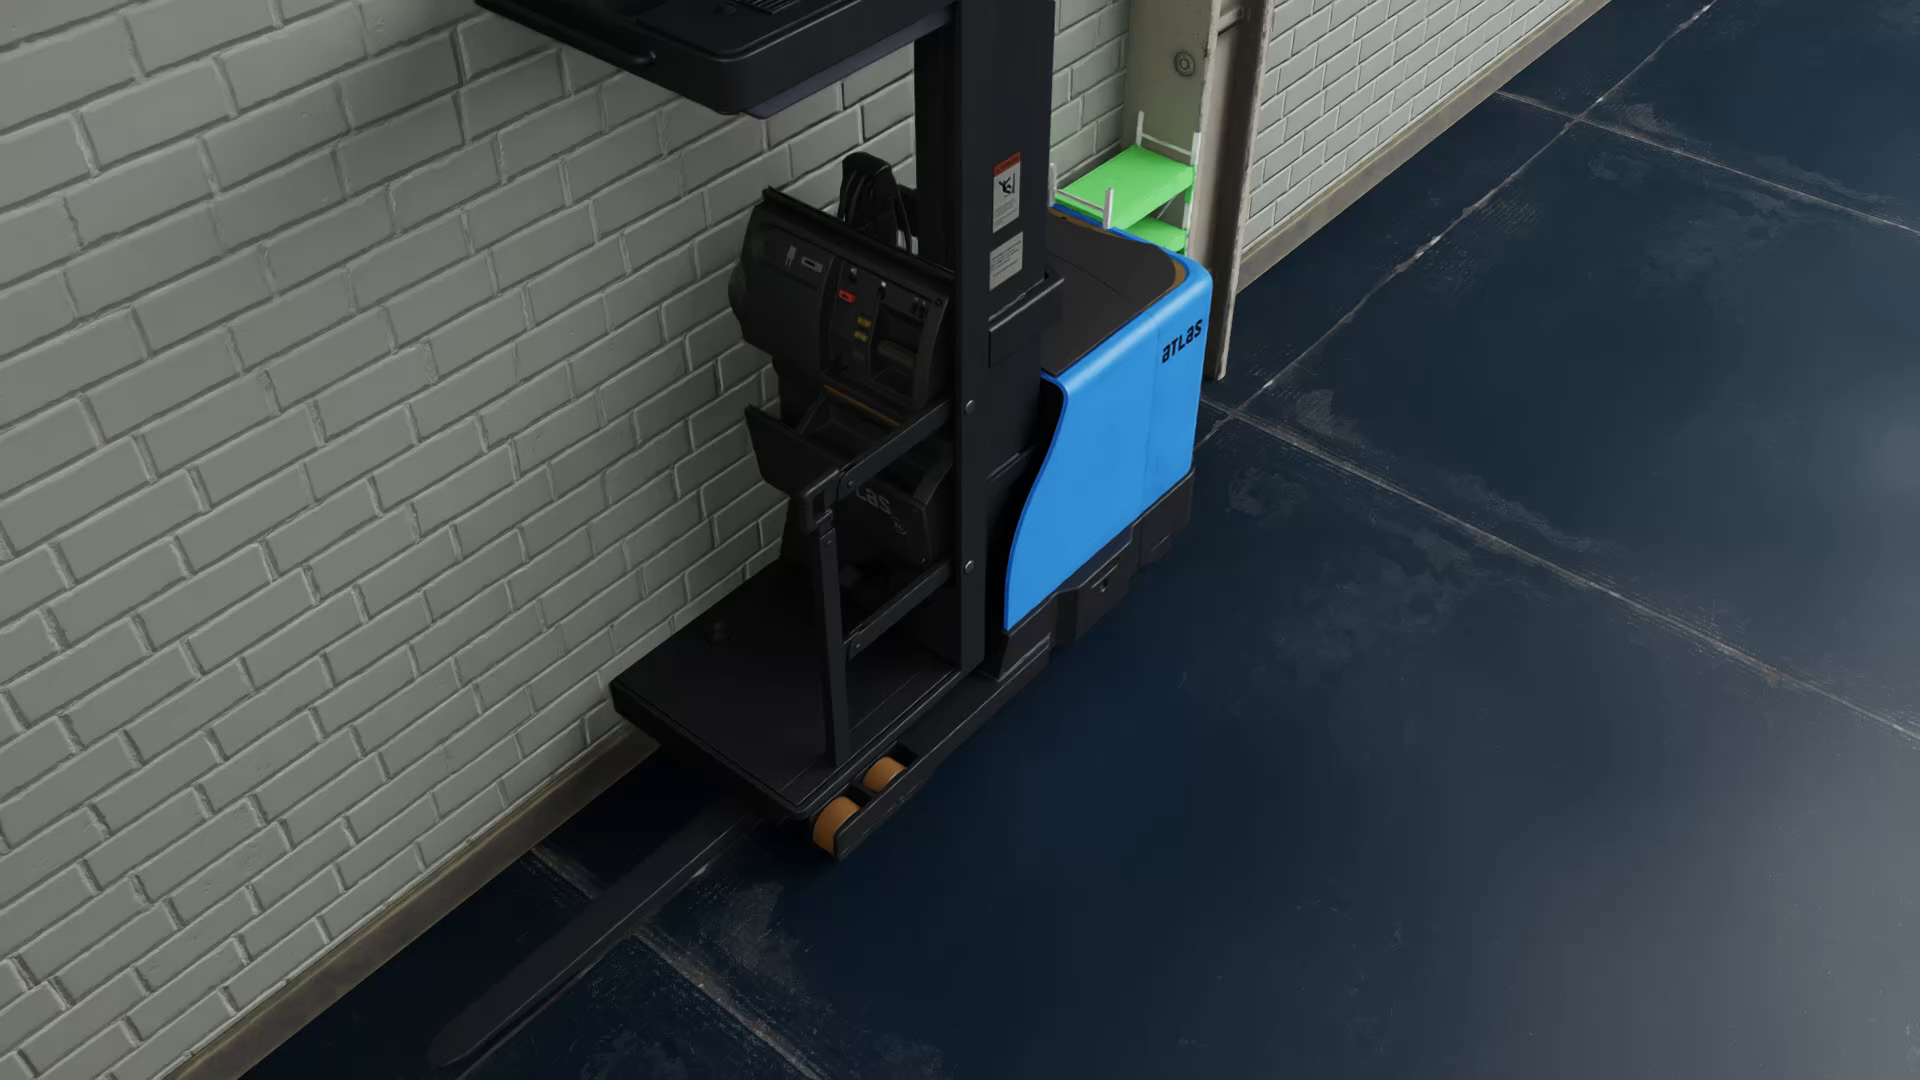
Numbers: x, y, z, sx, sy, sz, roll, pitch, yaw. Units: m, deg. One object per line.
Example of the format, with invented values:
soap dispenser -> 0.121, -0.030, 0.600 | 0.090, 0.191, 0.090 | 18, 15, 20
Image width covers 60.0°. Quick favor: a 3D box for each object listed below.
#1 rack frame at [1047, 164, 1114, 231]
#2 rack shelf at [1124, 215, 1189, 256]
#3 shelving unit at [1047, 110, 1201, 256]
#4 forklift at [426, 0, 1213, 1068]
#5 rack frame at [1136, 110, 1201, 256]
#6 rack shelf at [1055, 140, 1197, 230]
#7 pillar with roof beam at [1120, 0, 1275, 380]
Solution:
rack frame -> 0.368, -0.687, 5.595 | 0.240, 1.200, 0.015 | 30, 49, 28
rack shelf -> 0.527, -0.941, 5.620 | 0.258, 0.148, 0.480 | 30, 49, 28
shelving unit -> 0.524, -0.809, 5.737 | 0.258, 1.200, 0.503 | 30, 49, 28
forklift -> -0.541, -0.568, 4.196 | 1.130, 2.935, 3.031 | 29, 50, 28
rack frame -> 0.681, -0.931, 5.879 | 0.240, 1.200, 0.015 | 30, 49, 28
rack shelf -> 0.532, -1.120, 5.461 | 0.258, 0.148, 0.480 | 30, 49, 28
pillar with roof beam -> 4.083, -2.074, 1.342 | 9.100, 9.000, 0.400 | 29, 50, 28
